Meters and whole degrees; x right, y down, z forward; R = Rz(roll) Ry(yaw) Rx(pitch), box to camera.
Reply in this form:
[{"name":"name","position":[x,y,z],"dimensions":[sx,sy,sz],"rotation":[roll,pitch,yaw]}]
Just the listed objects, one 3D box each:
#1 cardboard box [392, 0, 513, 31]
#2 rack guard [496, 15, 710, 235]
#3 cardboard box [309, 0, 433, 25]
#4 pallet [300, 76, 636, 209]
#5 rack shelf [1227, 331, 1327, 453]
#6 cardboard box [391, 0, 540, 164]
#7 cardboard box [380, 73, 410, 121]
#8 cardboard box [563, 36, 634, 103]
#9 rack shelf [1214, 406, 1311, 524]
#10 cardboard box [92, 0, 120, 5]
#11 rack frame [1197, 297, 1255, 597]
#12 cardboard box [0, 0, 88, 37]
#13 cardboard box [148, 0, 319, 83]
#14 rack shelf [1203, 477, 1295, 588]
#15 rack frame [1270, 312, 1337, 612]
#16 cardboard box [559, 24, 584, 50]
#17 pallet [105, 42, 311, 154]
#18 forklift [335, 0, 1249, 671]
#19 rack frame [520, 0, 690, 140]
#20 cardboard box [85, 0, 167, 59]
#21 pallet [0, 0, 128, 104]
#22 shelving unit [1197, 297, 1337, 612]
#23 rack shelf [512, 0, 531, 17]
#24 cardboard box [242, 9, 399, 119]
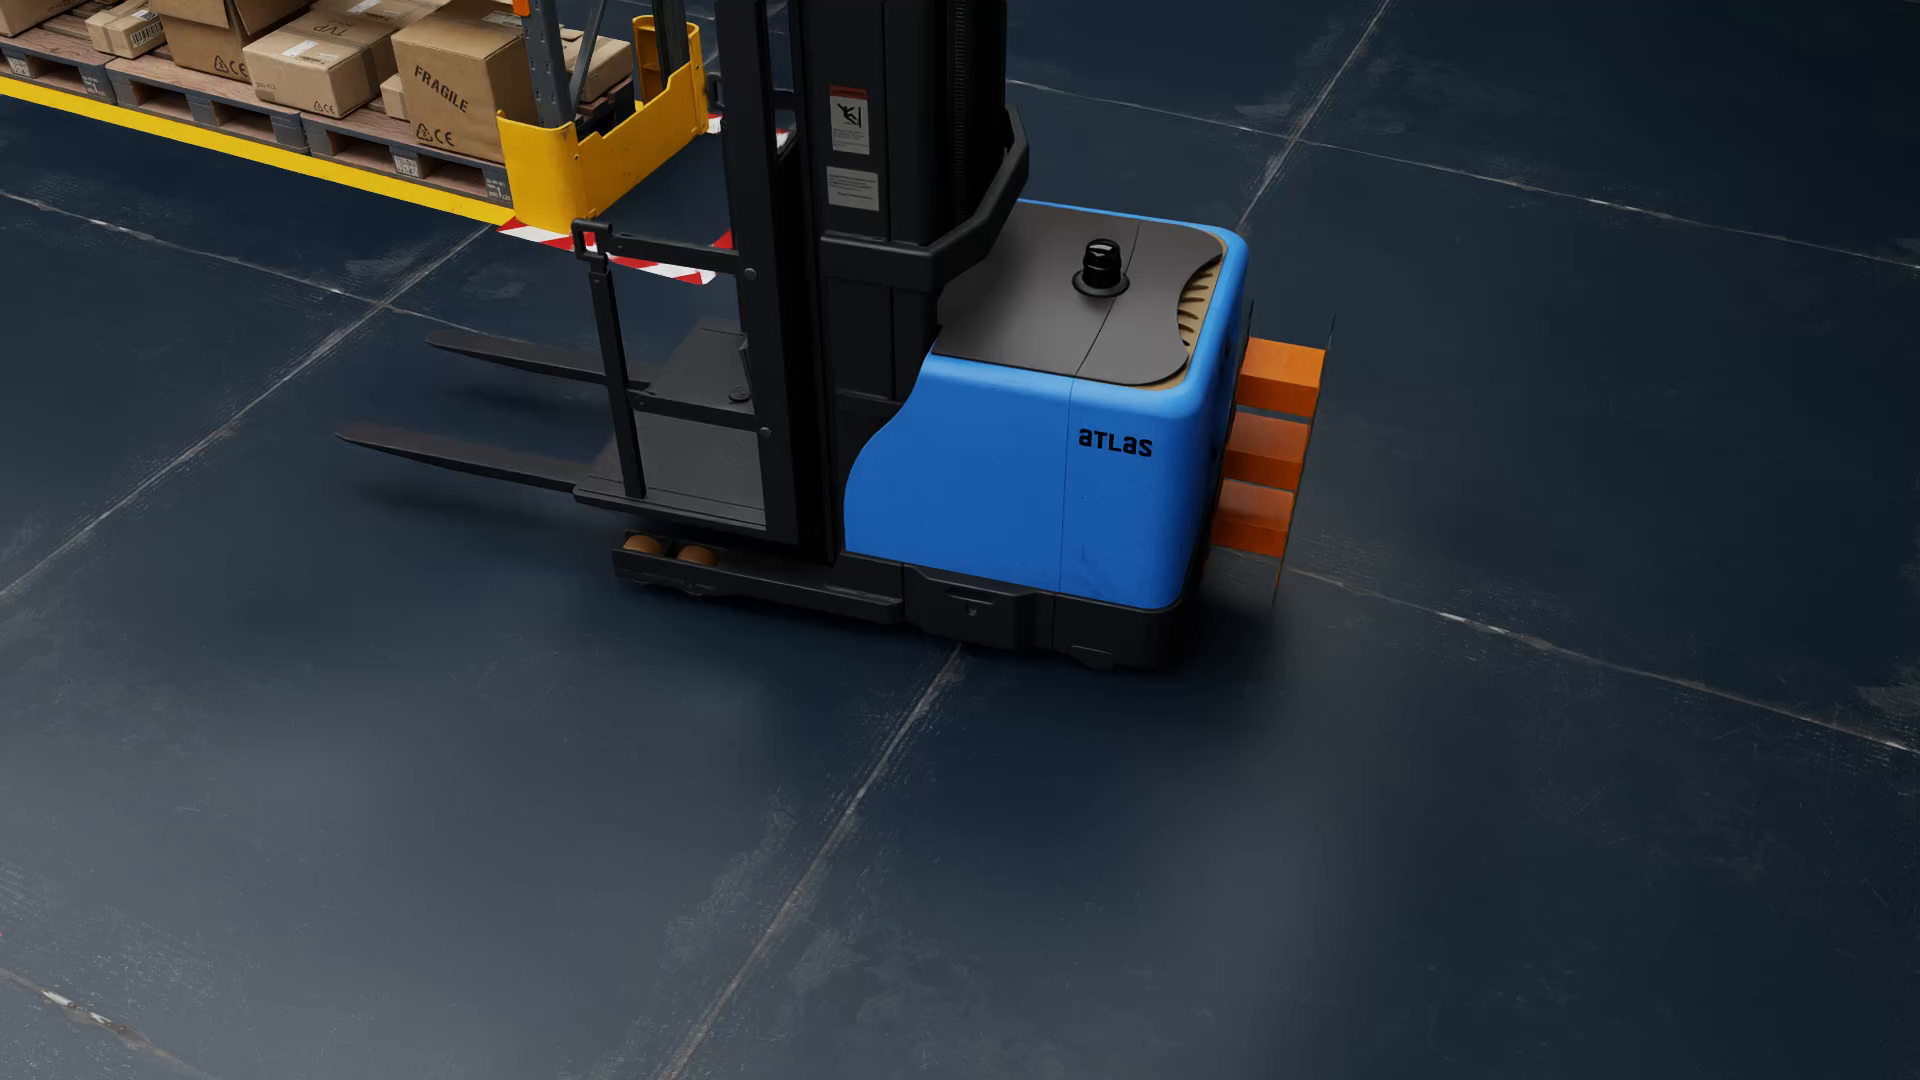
[{"name":"cardboard box","position":[-2.352,-2.415,8.010],"dimensions":[0.500,0.250,0.500],"rotation":[17,44,19]},{"name":"rack guard","position":[-1.595,-1.907,7.569],"dimensions":[0.348,0.500,1.175],"rotation":[17,44,19]},{"name":"cardboard box","position":[-2.805,-2.554,8.170],"dimensions":[0.500,0.250,0.500],"rotation":[17,44,19]},{"name":"pallet","position":[-2.318,-2.018,7.918],"dimensions":[1.213,0.211,1.003],"rotation":[17,44,19]},{"name":"rack shelf","position":[0.962,-0.449,5.043],"dimensions":[0.240,0.259,0.215],"rotation":[12,42,10]},{"name":"cardboard box","position":[-2.123,-2.057,7.405],"dimensions":[0.500,0.500,0.500],"rotation":[17,44,19]},{"name":"cardboard box","position":[-2.452,-2.096,7.706],"dimensions":[0.250,0.166,0.380],"rotation":[17,44,19]},{"name":"cardboard box","position":[-1.760,-2.240,7.885],"dimensions":[0.250,0.149,0.380],"rotation":[17,44,19]},{"name":"rack shelf","position":[0.952,-0.236,5.231],"dimensions":[0.240,0.259,0.215],"rotation":[12,42,10]},{"name":"cardboard box","position":[-4.515,-3.171,8.691],"dimensions":[0.500,0.500,0.500],"rotation":[17,44,19]},{"name":"rack frame","position":[0.834,-0.269,5.245],"dimensions":[0.008,1.050,0.200],"rotation":[12,42,10]},{"name":"cardboard box","position":[-4.862,-2.844,8.458],"dimensions":[0.500,0.311,0.500],"rotation":[17,44,19]},{"name":"cardboard box","position":[-3.446,-2.644,8.081],"dimensions":[0.637,0.503,0.797],"rotation":[17,44,19]},{"name":"rack shelf","position":[0.942,-0.028,5.415],"dimensions":[0.240,0.259,0.215],"rotation":[12,42,10]},{"name":"rack frame","position":[1.070,-0.220,5.202],"dimensions":[0.008,1.050,0.200],"rotation":[12,42,10]},{"name":"cardboard box","position":[-1.987,-2.316,7.959],"dimensions":[0.250,0.166,0.380],"rotation":[17,44,19]},{"name":"pallet","position":[-3.419,-2.357,8.308],"dimensions":[1.213,0.211,1.003],"rotation":[17,44,19]},{"name":"forklift","position":[-0.652,-1.243,4.946],"dimensions":[3.031,2.935,1.130],"rotation":[11,42,12]},{"name":"rack frame","position":[-1.526,-2.831,6.726],"dimensions":[0.127,3.000,1.000],"rotation":[17,44,19]},{"name":"cardboard box","position":[-4.074,-2.556,8.236],"dimensions":[0.250,0.166,0.380],"rotation":[17,44,19]},{"name":"pallet","position":[-4.529,-2.694,8.697],"dimensions":[1.213,0.211,1.003],"rotation":[17,44,19]},{"name":"shelving unit","position":[0.952,-0.244,5.224],"dimensions":[0.252,1.050,0.215],"rotation":[12,42,10]},{"name":"rack shelf","position":[-3.338,-3.113,7.600],"dimensions":[4.000,0.370,1.077],"rotation":[17,44,19]},{"name":"cardboard box","position":[-2.971,-2.243,7.811],"dimensions":[0.500,0.250,0.500],"rotation":[17,44,19]}]
